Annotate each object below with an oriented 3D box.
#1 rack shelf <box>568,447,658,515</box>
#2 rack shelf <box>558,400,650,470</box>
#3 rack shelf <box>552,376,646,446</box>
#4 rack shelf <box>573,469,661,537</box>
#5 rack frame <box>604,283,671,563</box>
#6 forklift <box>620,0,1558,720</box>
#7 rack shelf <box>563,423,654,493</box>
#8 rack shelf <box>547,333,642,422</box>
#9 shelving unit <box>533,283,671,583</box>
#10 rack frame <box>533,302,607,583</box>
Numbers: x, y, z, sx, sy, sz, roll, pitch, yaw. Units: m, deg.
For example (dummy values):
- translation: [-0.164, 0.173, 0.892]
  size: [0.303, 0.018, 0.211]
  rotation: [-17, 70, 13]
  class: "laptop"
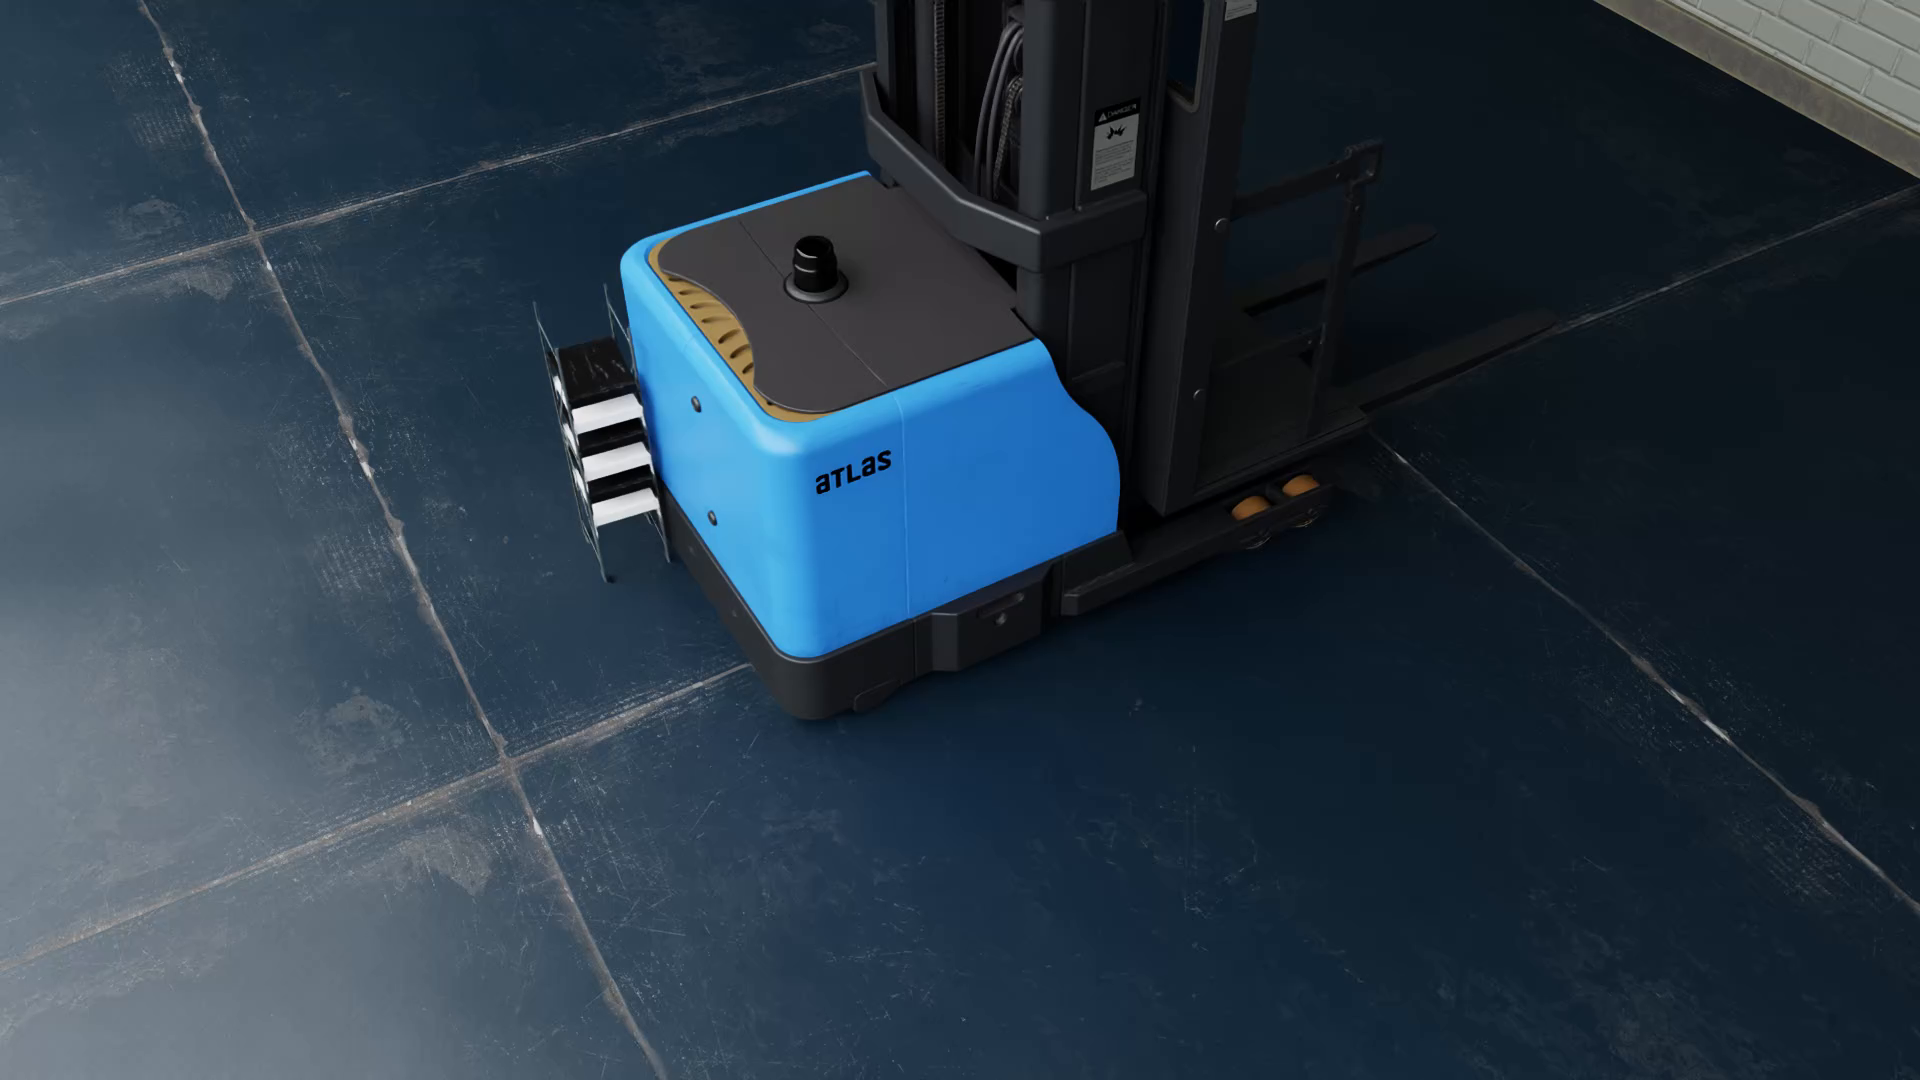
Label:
- translation: [-1.047, -0.208, 4.995]
  size: [0.200, 0.077, 0.258]
  rotation: [-18, 47, -18]
  class: "rack shelf"
- translation: [-1.047, -0.337, 4.870]
  size: [0.200, 0.077, 0.258]
  rotation: [-18, 47, -18]
  class: "rack shelf"
- translation: [-1.047, -0.402, 4.807]
  size: [0.200, 0.077, 0.258]
  rotation: [-18, 47, -18]
  class: "rack shelf"
- translation: [-1.047, -0.144, 5.058]
  size: [0.200, 0.077, 0.258]
  rotation: [-18, 47, -18]
  class: "rack shelf"
- translation: [-0.955, -0.327, 4.941]
  size: [0.006, 0.900, 0.240]
  rotation: [-18, 47, -18]
  class: "rack frame"
- translation: [0.586, -1.321, 4.506]
  size: [3.031, 2.935, 1.130]
  rotation: [-22, 48, -21]
  class: "forklift"
- translation: [-1.047, -0.273, 4.933]
  size: [0.200, 0.077, 0.258]
  rotation: [-18, 47, -18]
  class: "rack shelf"
- translation: [-1.047, -0.466, 4.745]
  size: [0.200, 0.077, 0.258]
  rotation: [-18, 47, -18]
  class: "rack shelf"
- translation: [-1.047, -0.297, 4.909]
  size: [0.210, 0.900, 0.258]
  rotation: [-18, 47, -18]
  class: "shelving unit"
- translation: [-1.139, -0.267, 4.878]
  size: [0.006, 0.900, 0.240]
  rotation: [-18, 47, -18]
  class: "rack frame"
